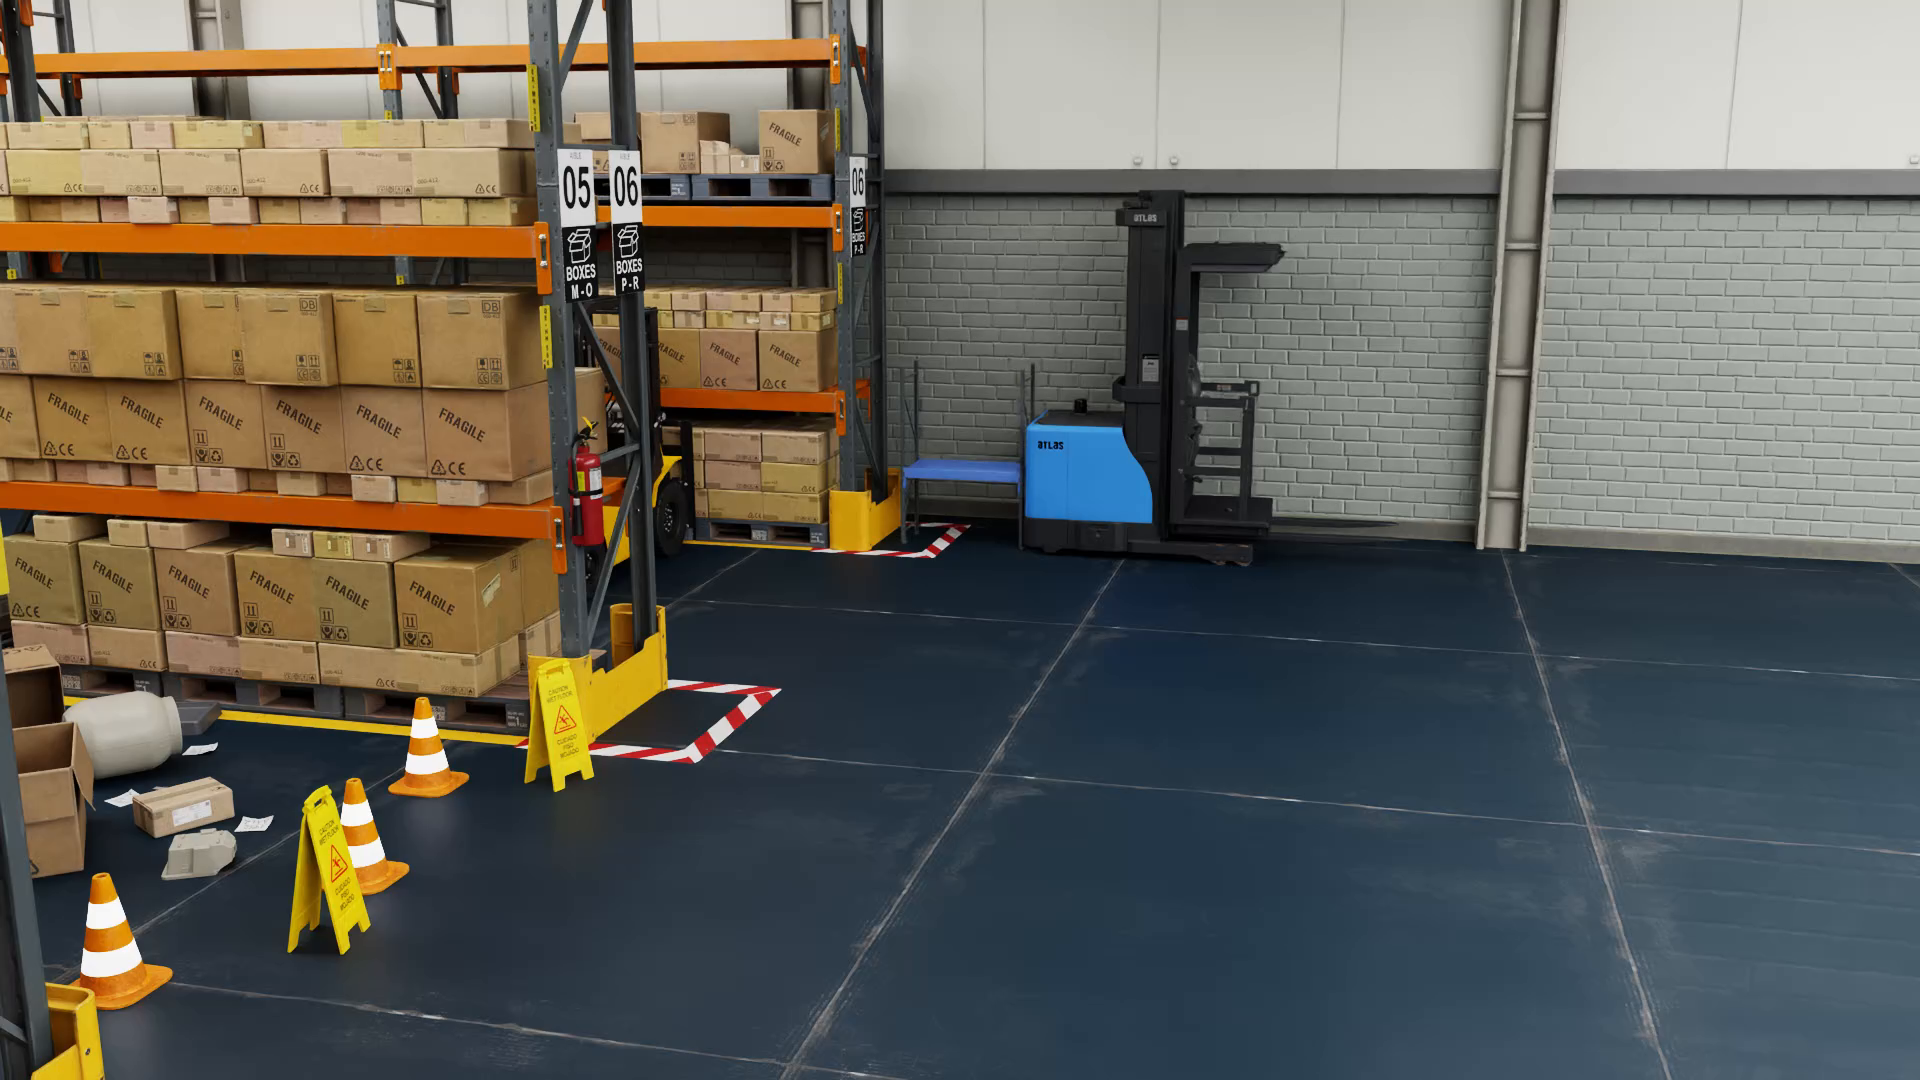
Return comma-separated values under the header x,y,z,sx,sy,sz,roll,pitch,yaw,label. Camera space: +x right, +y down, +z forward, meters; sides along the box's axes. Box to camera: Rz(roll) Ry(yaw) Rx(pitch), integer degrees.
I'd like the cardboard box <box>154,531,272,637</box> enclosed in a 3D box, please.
x,y,z,sx,sy,sz,roll,pitch,yaw,label
-4.356,0.249,9.833,0.500,0.500,0.500,4,13,16,cardboard box

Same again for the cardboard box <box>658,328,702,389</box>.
x,y,z,sx,sy,sz,roll,pitch,yaw,label
-2.360,-1.573,14.168,0.500,0.500,0.500,3,13,12,cardboard box

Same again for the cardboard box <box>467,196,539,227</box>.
x,y,z,sx,sy,sz,roll,pitch,yaw,label
-2.420,-1.756,8.878,0.250,0.149,0.380,3,13,14,cardboard box

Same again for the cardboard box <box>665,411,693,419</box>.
x,y,z,sx,sy,sz,roll,pitch,yaw,label
-2.707,-0.995,14.865,0.500,0.250,0.500,3,13,12,cardboard box

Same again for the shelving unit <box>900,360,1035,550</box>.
x,y,z,sx,sy,sz,roll,pitch,yaw,label
0.067,-0.728,14.051,1.048,1.500,0.538,3,13,13,shelving unit

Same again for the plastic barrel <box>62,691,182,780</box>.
x,y,z,sx,sy,sz,roll,pitch,yaw,label
-4.374,1.014,8.684,0.512,0.421,0.421,-9,15,-35,plastic barrel

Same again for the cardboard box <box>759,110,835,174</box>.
x,y,z,sx,sy,sz,roll,pitch,yaw,label
-1.309,-3.237,13.543,0.500,0.500,0.500,3,13,15,cardboard box

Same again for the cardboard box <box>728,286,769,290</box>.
x,y,z,sx,sy,sz,roll,pitch,yaw,label
-1.838,-2.119,14.444,0.250,0.149,0.380,3,13,14,cardboard box

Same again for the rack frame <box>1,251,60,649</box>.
x,y,z,sx,sy,sz,roll,pitch,yaw,label
-5.890,-0.662,10.293,0.127,3.000,1.000,3,13,14,rack frame

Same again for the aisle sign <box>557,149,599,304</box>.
x,y,z,sx,sy,sz,roll,pitch,yaw,label
-2.015,-1.659,8.786,0.004,0.787,0.394,3,13,14,aisle sign

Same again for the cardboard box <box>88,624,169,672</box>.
x,y,z,sx,sy,sz,roll,pitch,yaw,label
-4.860,0.588,10.037,0.500,0.250,0.500,4,13,17,cardboard box

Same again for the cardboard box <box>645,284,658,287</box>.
x,y,z,sx,sy,sz,roll,pitch,yaw,label
-2.848,-2.171,14.678,0.250,0.149,0.380,3,13,15,cardboard box

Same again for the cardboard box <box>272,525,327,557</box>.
x,y,z,sx,sy,sz,roll,pitch,yaw,label
-3.718,-0.019,9.545,0.250,0.149,0.380,4,13,16,cardboard box

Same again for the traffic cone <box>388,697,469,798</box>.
x,y,z,sx,sy,sz,roll,pitch,yaw,label
-2.733,1.033,8.510,0.334,0.463,0.336,3,13,14,traffic cone

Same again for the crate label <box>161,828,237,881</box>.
x,y,z,sx,sy,sz,roll,pitch,yaw,label
-3.447,1.415,7.538,0.298,0.136,0.250,-4,13,-16,crate label

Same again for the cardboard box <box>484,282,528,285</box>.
x,y,z,sx,sy,sz,roll,pitch,yaw,label
-4.088,-2.242,14.999,0.250,0.149,0.380,3,13,12,cardboard box

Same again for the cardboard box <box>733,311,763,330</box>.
x,y,z,sx,sy,sz,roll,pitch,yaw,label
-1.717,-1.856,13.947,0.250,0.149,0.380,3,13,15,cardboard box

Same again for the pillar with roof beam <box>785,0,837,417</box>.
x,y,z,sx,sy,sz,roll,pitch,yaw,label
-2.312,-3.748,10.350,0.400,9.000,9.100,3,13,14,pillar with roof beam

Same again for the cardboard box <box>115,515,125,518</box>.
x,y,z,sx,sy,sz,roll,pitch,yaw,label
-5.251,0.083,10.580,0.500,0.500,0.500,3,13,13,cardboard box

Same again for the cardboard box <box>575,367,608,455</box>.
x,y,z,sx,sy,sz,roll,pitch,yaw,label
-2.400,-0.731,9.688,0.500,0.500,0.500,3,13,13,cardboard box

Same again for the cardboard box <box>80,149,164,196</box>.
x,y,z,sx,sy,sz,roll,pitch,yaw,label
-4.542,-2.065,9.348,0.500,0.250,0.500,3,13,14,cardboard box

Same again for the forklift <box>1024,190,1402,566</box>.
x,y,z,sx,sy,sz,roll,pitch,yaw,label
2.096,-1.350,13.550,3.031,2.935,1.130,3,13,12,forklift

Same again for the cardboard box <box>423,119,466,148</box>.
x,y,z,sx,sy,sz,roll,pitch,yaw,label
-2.646,-2.162,8.869,0.250,0.149,0.380,3,13,15,cardboard box

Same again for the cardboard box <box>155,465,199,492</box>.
x,y,z,sx,sy,sz,roll,pitch,yaw,label
-4.421,-0.387,9.634,0.250,0.149,0.380,3,13,14,cardboard box

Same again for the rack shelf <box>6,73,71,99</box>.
x,y,z,sx,sy,sz,roll,pitch,yaw,label
-10.529,-4.400,15.873,4.000,0.370,1.077,3,13,14,rack shelf

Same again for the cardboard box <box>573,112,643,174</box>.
x,y,z,sx,sy,sz,roll,pitch,yaw,label
-2.838,-3.351,14.050,0.637,0.503,0.797,3,13,15,cardboard box

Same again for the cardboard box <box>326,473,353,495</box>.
x,y,z,sx,sy,sz,roll,pitch,yaw,label
-3.409,-0.364,9.528,0.250,0.149,0.380,3,13,14,cardboard box

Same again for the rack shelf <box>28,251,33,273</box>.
x,y,z,sx,sy,sz,roll,pitch,yaw,label
-7.831,-1.879,10.513,4.000,0.370,1.077,3,13,14,rack shelf

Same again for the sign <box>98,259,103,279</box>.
x,y,z,sx,sy,sz,roll,pitch,yaw,label
-8.458,-2.596,16.335,0.005,0.325,0.100,3,13,14,sign

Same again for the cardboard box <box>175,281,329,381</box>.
x,y,z,sx,sy,sz,roll,pitch,yaw,label
-4.015,-1.205,9.514,0.500,0.500,0.700,3,13,13,cardboard box

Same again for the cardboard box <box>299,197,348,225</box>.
x,y,z,sx,sy,sz,roll,pitch,yaw,label
-3.402,-1.813,9.135,0.250,0.149,0.380,3,13,13,cardboard box

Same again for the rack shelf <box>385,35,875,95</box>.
x,y,z,sx,sy,sz,roll,pitch,yaw,label
-2.762,-3.985,14.002,4.000,0.370,1.077,3,13,14,rack shelf

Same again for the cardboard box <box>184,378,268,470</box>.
x,y,z,sx,sy,sz,roll,pitch,yaw,label
-4.057,-0.703,9.558,0.500,0.500,0.500,3,13,14,cardboard box

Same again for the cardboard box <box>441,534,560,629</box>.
x,y,z,sx,sy,sz,roll,pitch,yaw,label
-2.746,0.216,9.984,0.500,0.500,0.500,3,13,12,cardboard box

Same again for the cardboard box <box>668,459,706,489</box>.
x,y,z,sx,sy,sz,roll,pitch,yaw,label
-2.359,-0.615,14.307,0.500,0.250,0.500,3,13,12,cardboard box

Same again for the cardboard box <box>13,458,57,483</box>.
x,y,z,sx,sy,sz,roll,pitch,yaw,label
-5.403,-0.453,9.932,0.250,0.149,0.380,3,13,15,cardboard box

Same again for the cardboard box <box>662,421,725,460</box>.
x,y,z,sx,sy,sz,roll,pitch,yaw,label
-2.332,-0.857,14.241,0.500,0.250,0.500,3,13,14,cardboard box

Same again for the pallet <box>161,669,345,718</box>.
x,y,z,sx,sy,sz,roll,pitch,yaw,label
-4.041,0.790,10.188,1.213,0.211,1.003,3,13,14,pallet

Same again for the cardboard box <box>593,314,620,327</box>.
x,y,z,sx,sy,sz,roll,pitch,yaw,label
-2.961,-1.915,14.213,0.250,0.149,0.380,3,13,12,cardboard box

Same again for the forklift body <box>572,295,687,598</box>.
x,y,z,sx,sy,sz,roll,pitch,yaw,label
-3.099,-0.799,12.869,1.214,2.155,2.313,3,13,14,forklift body

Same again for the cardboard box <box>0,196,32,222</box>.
x,y,z,sx,sy,sz,roll,pitch,yaw,label
-5.405,-1.910,9.573,0.250,0.149,0.380,3,13,14,cardboard box

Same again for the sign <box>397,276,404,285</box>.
x,y,z,sx,sy,sz,roll,pitch,yaw,label
-4.825,-2.118,14.365,0.005,0.325,0.100,3,13,14,sign

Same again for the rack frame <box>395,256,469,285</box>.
x,y,z,sx,sy,sz,roll,pitch,yaw,label
-4.704,-1.706,14.998,0.127,3.000,1.000,3,13,14,rack frame

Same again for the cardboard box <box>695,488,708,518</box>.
x,y,z,sx,sy,sz,roll,pitch,yaw,label
-2.316,-0.375,14.376,0.500,0.250,0.500,3,13,14,cardboard box

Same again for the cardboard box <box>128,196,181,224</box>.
x,y,z,sx,sy,sz,roll,pitch,yaw,label
-4.415,-1.851,9.305,0.250,0.149,0.380,3,13,12,cardboard box

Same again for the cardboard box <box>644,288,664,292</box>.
x,y,z,sx,sy,sz,roll,pitch,yaw,label
-2.709,-2.062,14.187,0.250,0.149,0.380,3,13,14,cardboard box

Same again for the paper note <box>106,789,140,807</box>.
x,y,z,sx,sy,sz,roll,pitch,yaw,label
-4.190,1.294,8.355,0.142,0.019,0.148,8,15,33,paper note

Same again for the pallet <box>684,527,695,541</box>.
x,y,z,sx,sy,sz,roll,pitch,yaw,label
-2.754,-0.232,14.791,1.213,0.211,1.003,3,13,14,pallet

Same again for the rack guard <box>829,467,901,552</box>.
x,y,z,sx,sy,sz,roll,pitch,yaw,label
-0.797,-0.277,14.328,0.348,0.500,1.175,3,13,14,rack guard

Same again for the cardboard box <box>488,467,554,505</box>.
x,y,z,sx,sy,sz,roll,pitch,yaw,label
-2.420,-0.306,9.269,0.250,0.149,0.380,4,13,15,cardboard box

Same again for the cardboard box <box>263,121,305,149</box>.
x,y,z,sx,sy,sz,roll,pitch,yaw,label
-3.616,-2.229,9.170,0.250,0.149,0.380,3,13,12,cardboard box

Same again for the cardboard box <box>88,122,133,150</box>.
x,y,z,sx,sy,sz,roll,pitch,yaw,label
-4.647,-2.264,9.325,0.250,0.149,0.380,3,13,12,cardboard box

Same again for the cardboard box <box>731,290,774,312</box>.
x,y,z,sx,sy,sz,roll,pitch,yaw,label
-1.726,-1.998,13.897,0.250,0.149,0.380,3,13,15,cardboard box

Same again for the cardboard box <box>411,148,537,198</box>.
x,y,z,sx,sy,sz,roll,pitch,yaw,label
-2.567,-1.961,8.880,0.500,0.250,0.500,3,13,13,cardboard box

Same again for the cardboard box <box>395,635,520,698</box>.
x,y,z,sx,sy,sz,roll,pitch,yaw,label
-2.879,0.696,9.549,0.500,0.250,0.500,3,13,13,cardboard box
